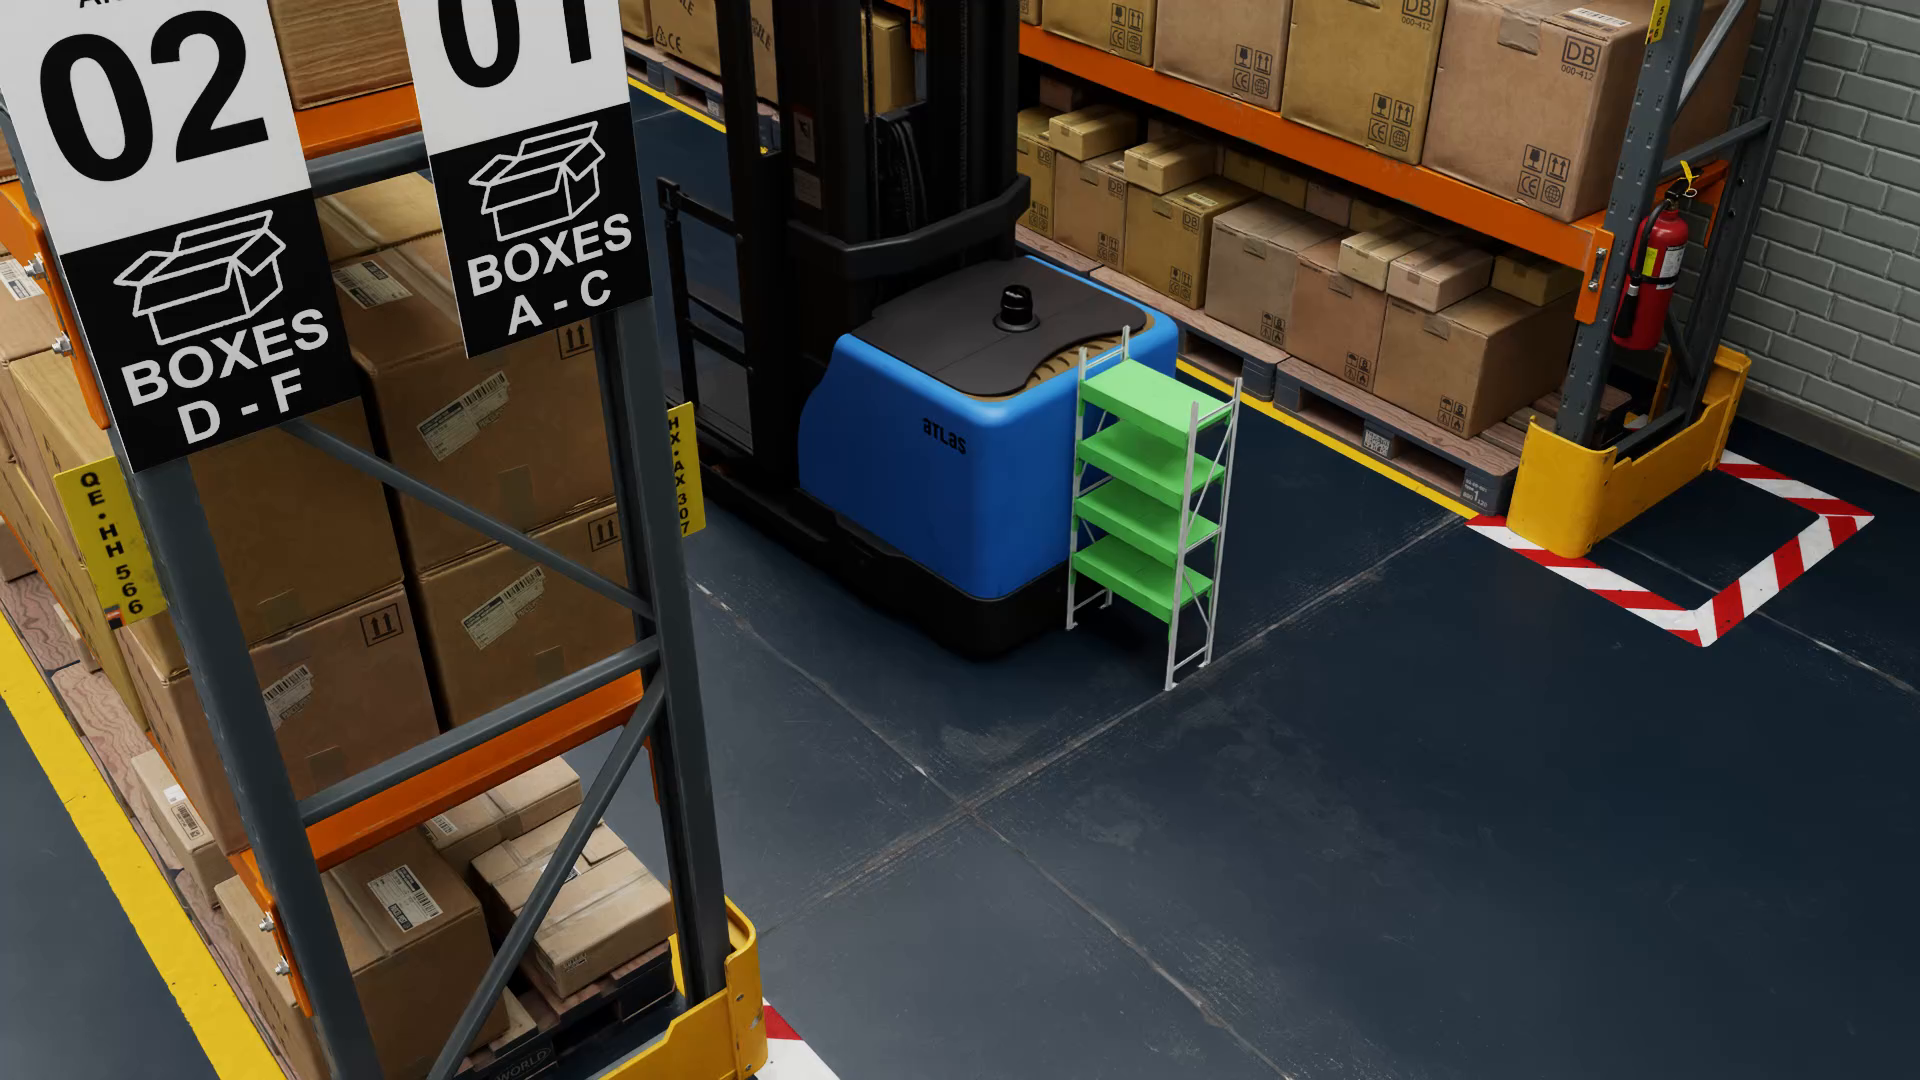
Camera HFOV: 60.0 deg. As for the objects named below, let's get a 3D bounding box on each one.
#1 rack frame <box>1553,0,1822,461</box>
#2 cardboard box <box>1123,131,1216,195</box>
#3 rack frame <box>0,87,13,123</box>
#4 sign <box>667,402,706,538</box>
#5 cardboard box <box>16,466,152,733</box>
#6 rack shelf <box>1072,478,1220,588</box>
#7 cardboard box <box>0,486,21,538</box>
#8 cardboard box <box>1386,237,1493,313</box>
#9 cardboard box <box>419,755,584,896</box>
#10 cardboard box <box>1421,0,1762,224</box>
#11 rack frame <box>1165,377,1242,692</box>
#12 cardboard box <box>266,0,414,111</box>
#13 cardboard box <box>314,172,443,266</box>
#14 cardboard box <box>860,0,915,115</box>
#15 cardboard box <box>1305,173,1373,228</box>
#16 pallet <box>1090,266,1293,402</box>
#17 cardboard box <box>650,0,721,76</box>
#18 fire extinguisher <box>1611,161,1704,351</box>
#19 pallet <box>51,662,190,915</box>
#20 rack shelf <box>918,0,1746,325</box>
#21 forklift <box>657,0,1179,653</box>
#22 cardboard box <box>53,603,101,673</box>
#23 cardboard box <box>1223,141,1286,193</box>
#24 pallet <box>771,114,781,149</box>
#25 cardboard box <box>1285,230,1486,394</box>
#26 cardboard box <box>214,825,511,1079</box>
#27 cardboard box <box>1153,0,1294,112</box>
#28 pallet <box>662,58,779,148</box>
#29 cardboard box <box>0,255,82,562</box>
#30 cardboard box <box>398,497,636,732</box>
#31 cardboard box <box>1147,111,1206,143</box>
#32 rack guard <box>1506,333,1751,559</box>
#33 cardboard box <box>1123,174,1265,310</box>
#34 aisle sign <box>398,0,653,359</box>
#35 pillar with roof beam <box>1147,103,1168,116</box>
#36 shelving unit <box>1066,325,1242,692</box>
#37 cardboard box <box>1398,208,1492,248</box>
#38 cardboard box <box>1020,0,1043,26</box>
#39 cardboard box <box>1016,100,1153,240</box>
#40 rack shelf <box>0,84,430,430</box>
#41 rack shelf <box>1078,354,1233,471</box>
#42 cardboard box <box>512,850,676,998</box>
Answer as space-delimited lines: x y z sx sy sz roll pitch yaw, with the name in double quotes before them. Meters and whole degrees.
"rack frame" 2.759 -1.437 6.184 1.000 3.000 0.127 -26 43 -32
"cardboard box" 1.000 -1.801 7.936 0.380 0.149 0.250 -27 44 -33
"rack frame" -1.023 -2.036 1.839 1.000 3.000 0.127 -26 43 -32
"sign" -0.609 -0.144 3.608 0.100 0.325 0.005 -26 43 -32
"cardboard box" -1.857 0.047 4.001 0.500 0.500 0.500 -26 43 -31
"rack shelf" 0.660 -0.043 5.884 0.258 0.148 0.480 -29 44 -34
"cardboard box" -2.500 -0.398 4.629 0.500 0.500 0.500 -27 43 -32
"cardboard box" 2.008 -1.114 6.965 0.380 0.149 0.250 -27 43 -32
"cardboard box" -1.480 0.788 5.040 0.500 0.250 0.500 -26 43 -32
"cardboard box" 2.422 -1.781 6.410 0.980 0.700 0.700 -24 42 -30
"rack frame" 0.829 0.006 5.703 0.240 1.200 0.015 -29 44 -34
"cardboard box" -1.160 -1.072 3.203 0.500 0.250 0.500 -26 43 -32
"cardboard box" -1.451 -0.559 3.992 0.500 0.500 0.500 -26 43 -31
"cardboard box" -0.341 -2.736 9.514 0.750 0.750 0.750 -25 43 -31
"cardboard box" 1.811 -1.590 7.638 0.380 0.149 0.250 -25 42 -31
"pallet" 1.400 -1.161 8.207 1.003 0.211 1.213 -26 43 -32
"cardboard box" -1.469 -3.501 10.594 0.750 0.750 0.750 -26 43 -32
"fire extinguisher" 2.503 -1.015 5.977 0.296 0.674 0.183 -26 43 -32
"pallet" -2.370 0.627 5.683 1.003 0.211 1.213 -26 43 -32
"rack shelf" 1.468 -2.027 7.639 1.077 0.370 4.000 -26 43 -32
"forklift" -0.570 -1.541 6.389 1.130 2.935 3.031 -29 44 -34
"cardboard box" -2.933 0.267 5.849 0.380 0.166 0.250 -26 43 -32
"cardboard box" 1.482 -1.815 7.956 0.380 0.149 0.250 -27 43 -33
"pallet" -0.378 -2.378 9.925 1.003 0.211 1.213 -26 43 -32
"cardboard box" 1.908 -1.081 7.481 0.700 0.500 0.500 -26 43 -32
"cardboard box" -1.562 1.104 4.377 0.500 0.500 0.500 -26 43 -32
"cardboard box" 1.459 -2.438 7.338 0.980 0.700 0.700 -28 44 -34
"pallet" -1.170 -2.917 10.686 1.003 0.211 1.213 -26 43 -32
"cardboard box" -1.847 -0.353 3.702 0.500 0.500 0.500 -25 42 -31
"cardboard box" -1.108 0.077 3.959 0.500 0.500 0.500 -25 42 -31
"cardboard box" 1.152 -2.041 8.275 0.380 0.149 0.250 -28 44 -33
"rack guard" 2.774 -0.406 6.891 1.175 0.500 0.348 -26 43 -32
"cardboard box" 1.233 -1.536 8.122 0.700 0.500 0.500 -25 42 -31
"aisle sign" -0.755 -0.728 2.934 0.394 0.787 0.004 -26 43 -32
"pillar with roof beam" -1.999 -4.059 4.696 9.100 9.000 0.400 -26 43 -32
"shelving unit" 0.660 -0.096 5.847 0.258 1.200 0.503 -29 44 -34
"cardboard box" 2.136 -1.368 7.324 0.380 0.149 0.250 -26 43 -32
"cardboard box" 0.515 -3.080 8.244 0.980 0.700 0.700 -25 42 -31
"cardboard box" 0.582 -1.986 8.758 0.700 0.500 0.500 -25 43 -31
"rack shelf" -2.314 -1.401 4.161 1.077 0.370 4.000 -26 43 -32
"rack shelf" 0.660 -0.435 5.606 0.258 0.148 0.480 -29 44 -34
"cardboard box" -1.031 1.083 4.712 0.380 0.149 0.250 -26 43 -32
